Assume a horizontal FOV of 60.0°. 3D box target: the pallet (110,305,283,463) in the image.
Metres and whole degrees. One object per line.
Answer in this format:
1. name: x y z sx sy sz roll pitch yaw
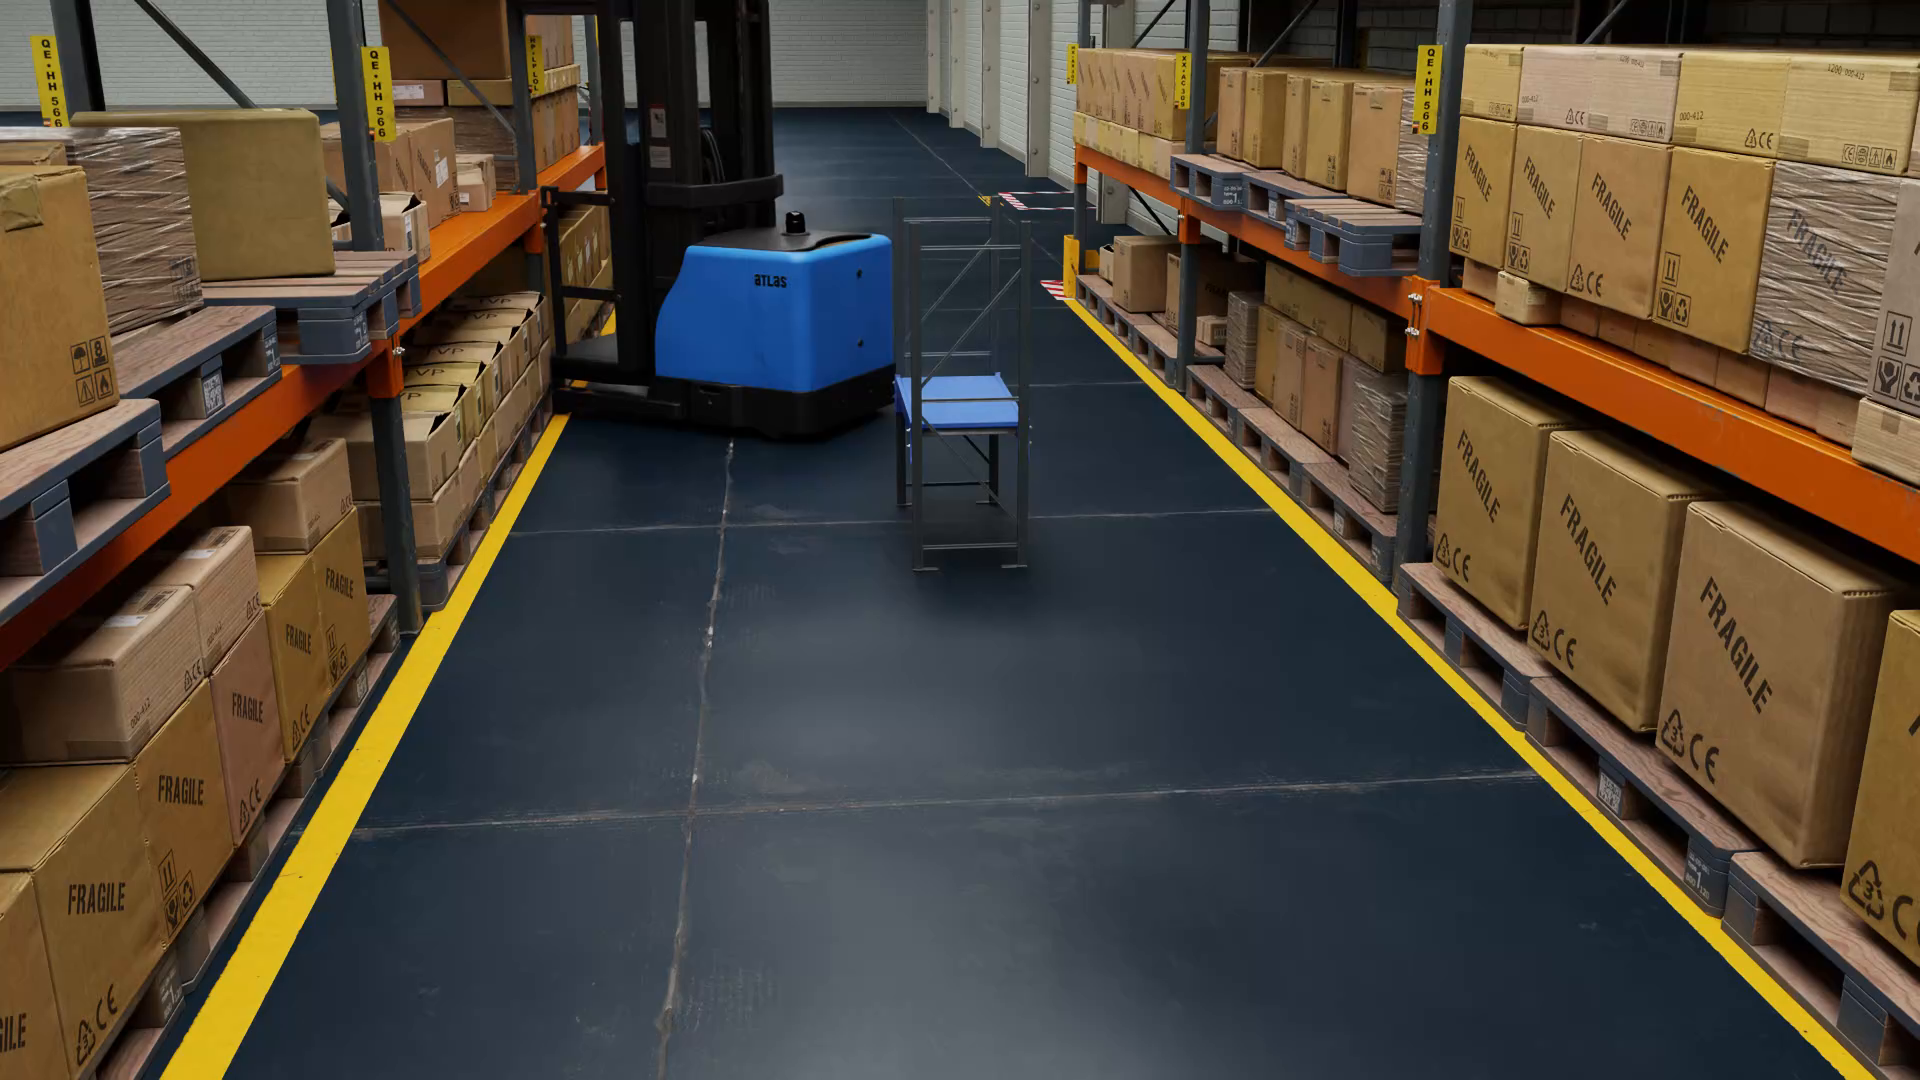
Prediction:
1. pallet: -2.409 -0.385 4.217 1.003 0.211 1.213 -2 18 -6

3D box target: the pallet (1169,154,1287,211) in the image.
1. pallet: 1.834 -2.078 9.609 1.003 0.211 1.213 -2 18 -6

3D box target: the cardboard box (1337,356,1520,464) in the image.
1. cardboard box: 2.249 -0.598 8.011 0.700 0.500 0.500 -2 18 -6

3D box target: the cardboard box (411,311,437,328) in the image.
1. cardboard box: -3.186 -1.124 9.202 0.500 0.311 0.500 -2 18 -6

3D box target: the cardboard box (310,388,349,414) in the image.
1. cardboard box: -2.974 -0.515 7.264 0.500 0.311 0.500 -2 18 -6

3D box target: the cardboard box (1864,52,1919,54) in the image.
1. cardboard box: 2.770 -1.181 4.482 0.500 0.250 0.500 -2 18 -7

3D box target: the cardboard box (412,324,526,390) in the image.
1. cardboard box: -2.591 -0.989 8.771 0.500 0.311 0.500 -2 18 -6

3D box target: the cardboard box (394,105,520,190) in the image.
1. cardboard box: -3.079 -2.428 10.235 0.700 0.500 0.500 -2 18 -7

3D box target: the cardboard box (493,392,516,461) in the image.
1. cardboard box: -2.541 -0.567 8.364 0.500 0.250 0.500 -1 17 -5

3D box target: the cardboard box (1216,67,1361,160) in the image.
1. cardboard box: 1.918 -2.507 9.753 0.700 0.500 0.500 -2 18 -5

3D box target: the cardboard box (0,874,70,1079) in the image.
1. cardboard box: -2.009 0.967 3.029 0.500 0.500 0.500 -3 18 -8

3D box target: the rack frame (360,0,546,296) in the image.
1. rack frame: -3.027 -2.248 9.829 1.000 3.000 0.127 -2 18 -6

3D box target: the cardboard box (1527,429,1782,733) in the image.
1. cardboard box: 2.342 0.099 5.241 0.750 0.750 0.750 -2 18 -6

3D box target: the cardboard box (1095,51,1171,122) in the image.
1. cardboard box: 1.326 -3.436 12.580 0.500 0.500 0.500 -2 18 -7

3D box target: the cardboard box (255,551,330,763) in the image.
1. cardboard box: -2.231 0.352 4.986 0.500 0.500 0.500 -2 18 -8

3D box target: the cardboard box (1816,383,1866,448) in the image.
1. cardboard box: 2.332 -0.305 4.027 0.380 0.149 0.250 -2 18 -6

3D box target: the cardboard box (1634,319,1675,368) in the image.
1. cardboard box: 2.276 -0.612 5.005 0.380 0.149 0.250 -2 17 -5

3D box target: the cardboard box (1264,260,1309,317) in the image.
1. cardboard box: 2.041 -1.427 9.402 0.500 0.250 0.500 -2 18 -7

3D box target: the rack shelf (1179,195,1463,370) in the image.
1. rack shelf: 2.106 -1.463 8.530 1.077 0.370 4.000 -2 18 -6

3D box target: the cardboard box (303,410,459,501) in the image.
1. cardboard box: -2.376 -0.377 6.824 0.500 0.311 0.500 -1 17 -4

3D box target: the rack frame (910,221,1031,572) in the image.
1. rack frame: 0.044 -0.590 7.051 0.500 1.500 0.032 -2 18 -6

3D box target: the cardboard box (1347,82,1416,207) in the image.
1. cardboard box: 2.169 -1.773 7.416 0.700 0.500 0.500 -3 18 -11

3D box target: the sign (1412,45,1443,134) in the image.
1. sign: 1.774 -1.705 6.300 0.100 0.325 0.005 -2 18 -6

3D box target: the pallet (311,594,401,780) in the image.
1. pallet: -2.575 0.498 5.739 1.003 0.211 1.213 -2 18 -6

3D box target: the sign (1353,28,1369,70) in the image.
1. sign: 2.452 -2.973 10.205 0.100 0.325 0.005 -2 18 -6

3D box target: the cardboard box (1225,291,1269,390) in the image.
1. cardboard box: 1.992 -1.200 9.932 0.700 0.500 0.500 -1 17 -4

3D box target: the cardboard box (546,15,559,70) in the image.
1. cardboard box: -3.286 -3.644 11.945 0.700 0.500 0.500 -2 18 -5

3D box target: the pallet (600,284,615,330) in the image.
1. pallet: -3.319 -1.883 13.321 1.003 0.211 1.213 -2 18 -6

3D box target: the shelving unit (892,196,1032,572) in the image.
1. shelving unit: -0.009 -0.741 7.533 0.538 1.500 1.048 -2 18 -6

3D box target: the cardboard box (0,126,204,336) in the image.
1. cardboard box: -2.533 -0.842 4.482 0.700 0.500 0.500 1 17 5

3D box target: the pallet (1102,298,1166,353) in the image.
1. pallet: 1.666 -1.635 12.532 1.003 0.211 1.213 -2 18 -6

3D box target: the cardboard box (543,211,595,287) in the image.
1. cardboard box: -2.920 -2.089 11.960 0.500 0.500 0.500 -2 18 -6

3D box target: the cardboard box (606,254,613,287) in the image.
1. cardboard box: -3.090 -2.177 13.494 0.500 0.250 0.500 -2 18 -6

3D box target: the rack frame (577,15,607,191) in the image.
1. rack frame: -3.440 -3.440 13.625 1.000 3.000 0.127 -2 18 -6

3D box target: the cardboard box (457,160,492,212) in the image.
1. cardboard box: -2.754 -1.927 9.033 0.396 0.266 0.258 -2 18 -7

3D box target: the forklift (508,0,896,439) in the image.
1. forklift: -1.933 -2.262 9.990 3.031 2.935 1.130 9 20 27

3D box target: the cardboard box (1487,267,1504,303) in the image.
1. cardboard box: 2.133 -0.919 5.984 0.380 0.149 0.250 -2 17 -5

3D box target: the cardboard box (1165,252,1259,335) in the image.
1. cardboard box: 1.753 -1.727 11.610 0.500 0.500 0.500 -3 18 -10

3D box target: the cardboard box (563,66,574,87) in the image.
1. cardboard box: -3.156 -3.535 12.678 0.380 0.149 0.250 -2 18 -6

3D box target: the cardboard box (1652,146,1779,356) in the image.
1. cardboard box: 2.264 -0.798 4.513 0.500 0.500 0.500 -1 17 -4

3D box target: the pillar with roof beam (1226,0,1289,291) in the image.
1. pillar with roof beam: -1.862 -6.141 12.215 9.100 9.000 0.400 -2 18 -6

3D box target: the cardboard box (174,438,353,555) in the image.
1. cardboard box: -2.274 -0.143 5.312 0.500 0.250 0.500 -1 17 -4

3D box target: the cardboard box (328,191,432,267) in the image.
1. cardboard box: -2.514 -1.286 6.914 0.500 0.311 0.500 -2 18 -6

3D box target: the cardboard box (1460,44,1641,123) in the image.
1. cardboard box: 2.106 -1.615 5.866 0.500 0.250 0.500 -1 17 -4

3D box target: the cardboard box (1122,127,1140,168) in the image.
1. cardboard box: 1.439 -2.770 11.709 0.500 0.250 0.500 -2 18 -6

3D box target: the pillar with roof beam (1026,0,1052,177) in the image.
1. pillar with roof beam: -3.100 -9.716 23.603 9.100 9.000 0.400 -2 18 -6

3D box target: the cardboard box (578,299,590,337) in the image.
1. cardboard box: -2.866 -1.582 11.598 0.500 0.250 0.500 -2 18 -6

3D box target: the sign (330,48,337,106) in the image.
1. sign: -3.579 -2.681 9.632 0.100 0.325 0.005 -2 18 -6

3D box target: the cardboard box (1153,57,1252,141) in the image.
1. cardboard box: 1.544 -2.829 10.646 0.500 0.500 0.500 -2 18 -6

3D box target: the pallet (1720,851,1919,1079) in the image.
1. pallet: 2.570 1.084 3.871 1.003 0.211 1.213 -2 18 -6

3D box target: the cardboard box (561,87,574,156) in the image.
1. cardboard box: -3.345 -3.191 12.668 0.700 0.500 0.500 -1 17 -4

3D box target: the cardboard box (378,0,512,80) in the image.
1. cardboard box: -3.079 -3.047 10.040 0.700 0.500 0.500 -2 18 -5

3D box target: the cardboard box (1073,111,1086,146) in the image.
1. cardboard box: 1.222 -3.377 13.641 0.500 0.250 0.500 -2 18 -7

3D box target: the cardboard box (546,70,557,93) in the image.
1. cardboard box: -3.049 -3.227 11.697 0.380 0.149 0.250 -2 18 -6

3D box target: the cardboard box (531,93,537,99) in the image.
1. cardboard box: -2.945 -2.921 10.723 0.380 0.149 0.250 -2 18 -6
